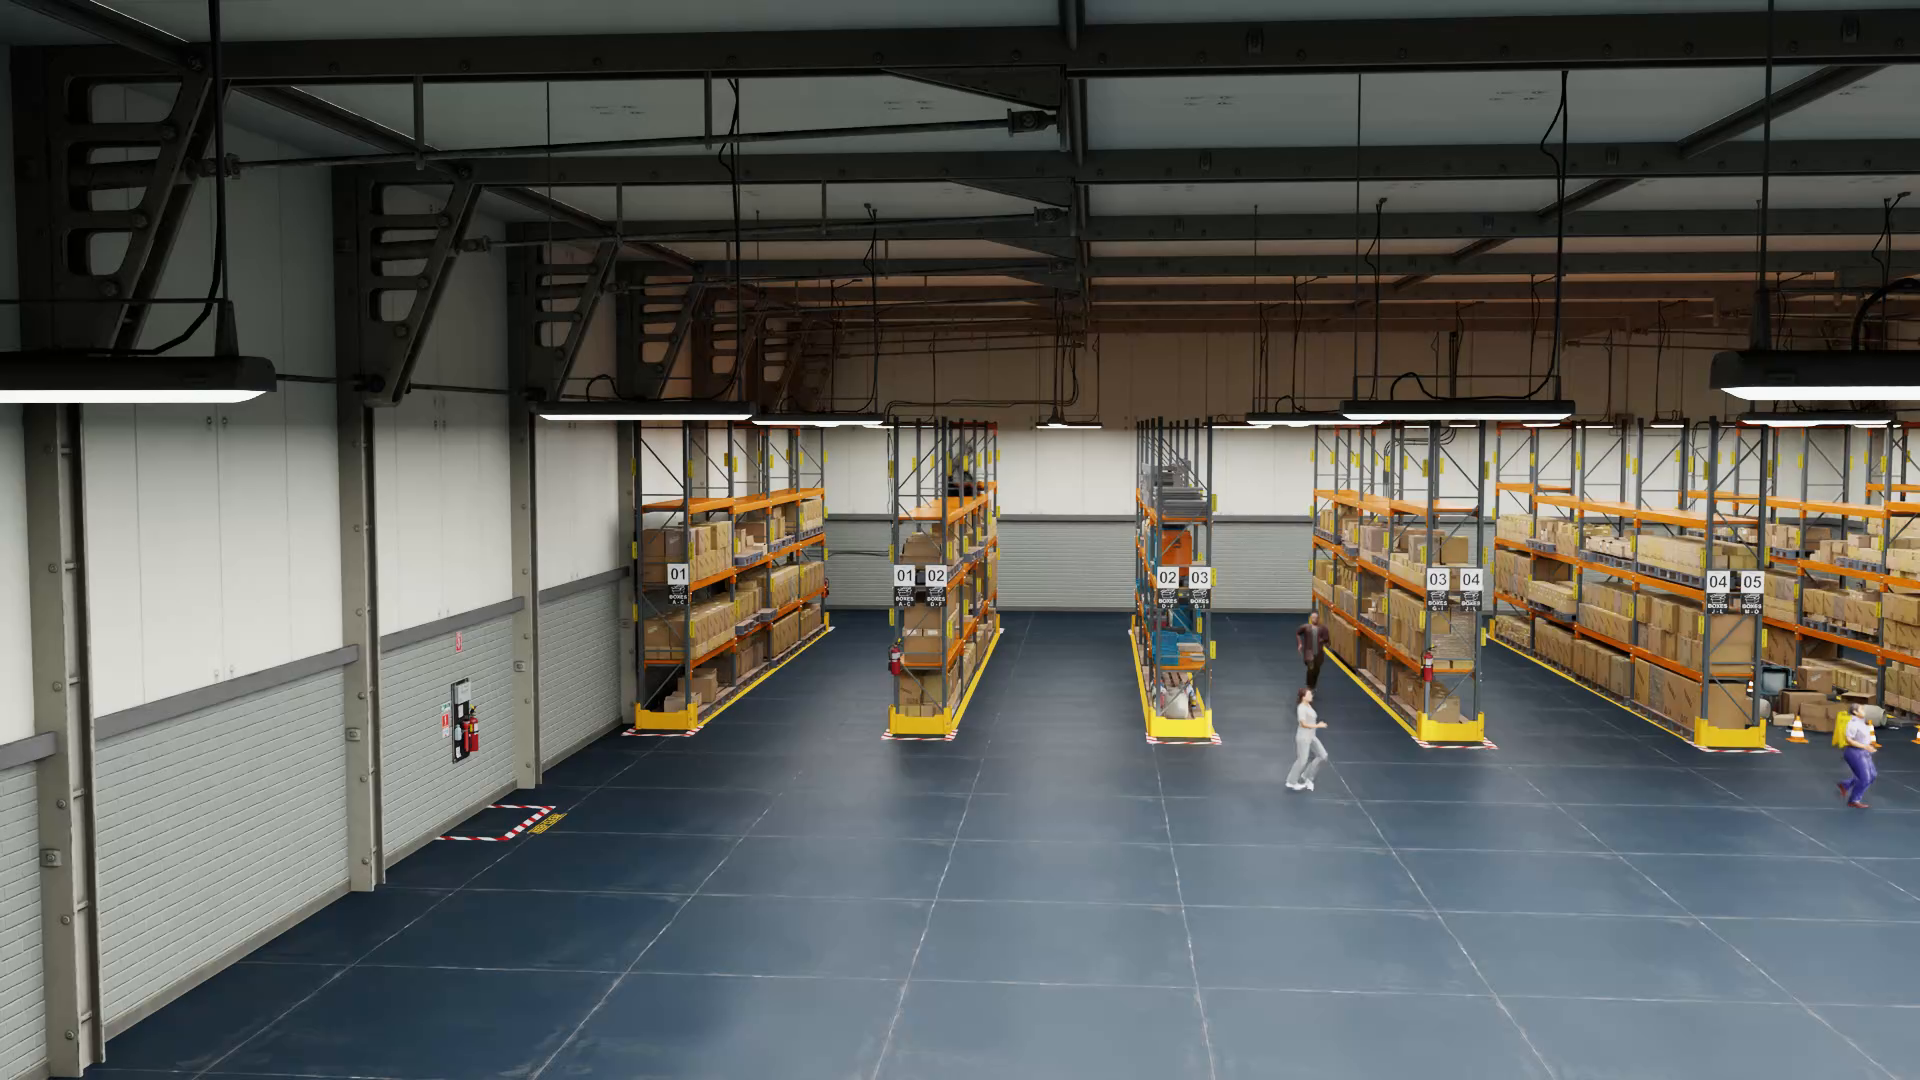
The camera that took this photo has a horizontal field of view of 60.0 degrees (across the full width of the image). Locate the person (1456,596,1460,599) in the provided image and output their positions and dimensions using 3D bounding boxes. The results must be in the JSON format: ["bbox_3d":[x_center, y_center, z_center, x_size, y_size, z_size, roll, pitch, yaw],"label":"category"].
[{"bbox_3d":[14.280,1.802,47.108,0.806,1.695,0.579,-1,4,-21],"label":"person"}]

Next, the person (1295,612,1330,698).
[{"bbox_3d":[7.648,2.489,35.989,0.669,1.849,0.835,0,4,-4],"label":"person"}]

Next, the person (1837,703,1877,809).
[{"bbox_3d":[13.664,3.271,25.297,0.551,1.596,0.603,3,5,40],"label":"person"}]

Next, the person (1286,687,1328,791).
[{"bbox_3d":[5.518,3.161,26.407,0.677,1.663,0.535,3,5,34],"label":"person"}]
